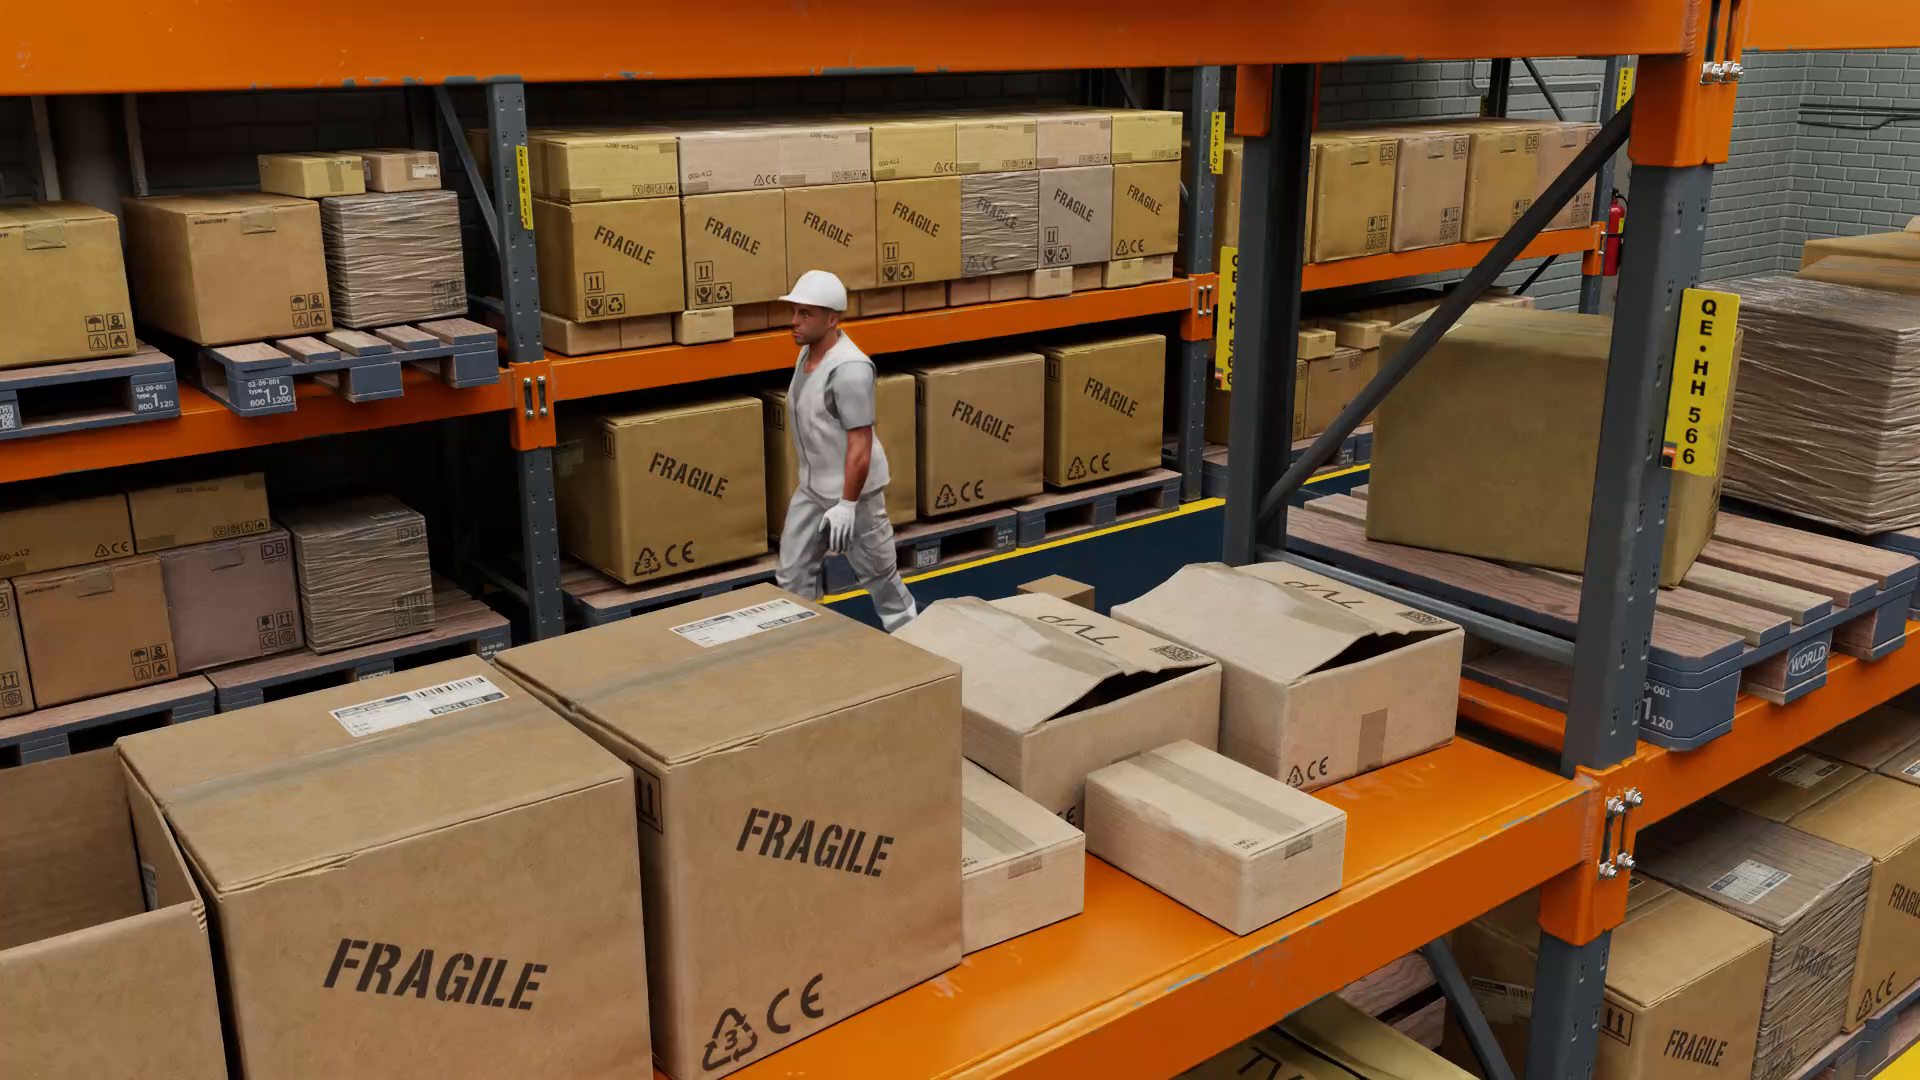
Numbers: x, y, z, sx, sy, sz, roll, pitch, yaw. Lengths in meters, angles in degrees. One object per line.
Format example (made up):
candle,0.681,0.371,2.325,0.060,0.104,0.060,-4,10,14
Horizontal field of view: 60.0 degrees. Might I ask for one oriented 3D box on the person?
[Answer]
person,-0.510,-0.184,6.596,0.825,1.776,0.577,-12,21,-33
